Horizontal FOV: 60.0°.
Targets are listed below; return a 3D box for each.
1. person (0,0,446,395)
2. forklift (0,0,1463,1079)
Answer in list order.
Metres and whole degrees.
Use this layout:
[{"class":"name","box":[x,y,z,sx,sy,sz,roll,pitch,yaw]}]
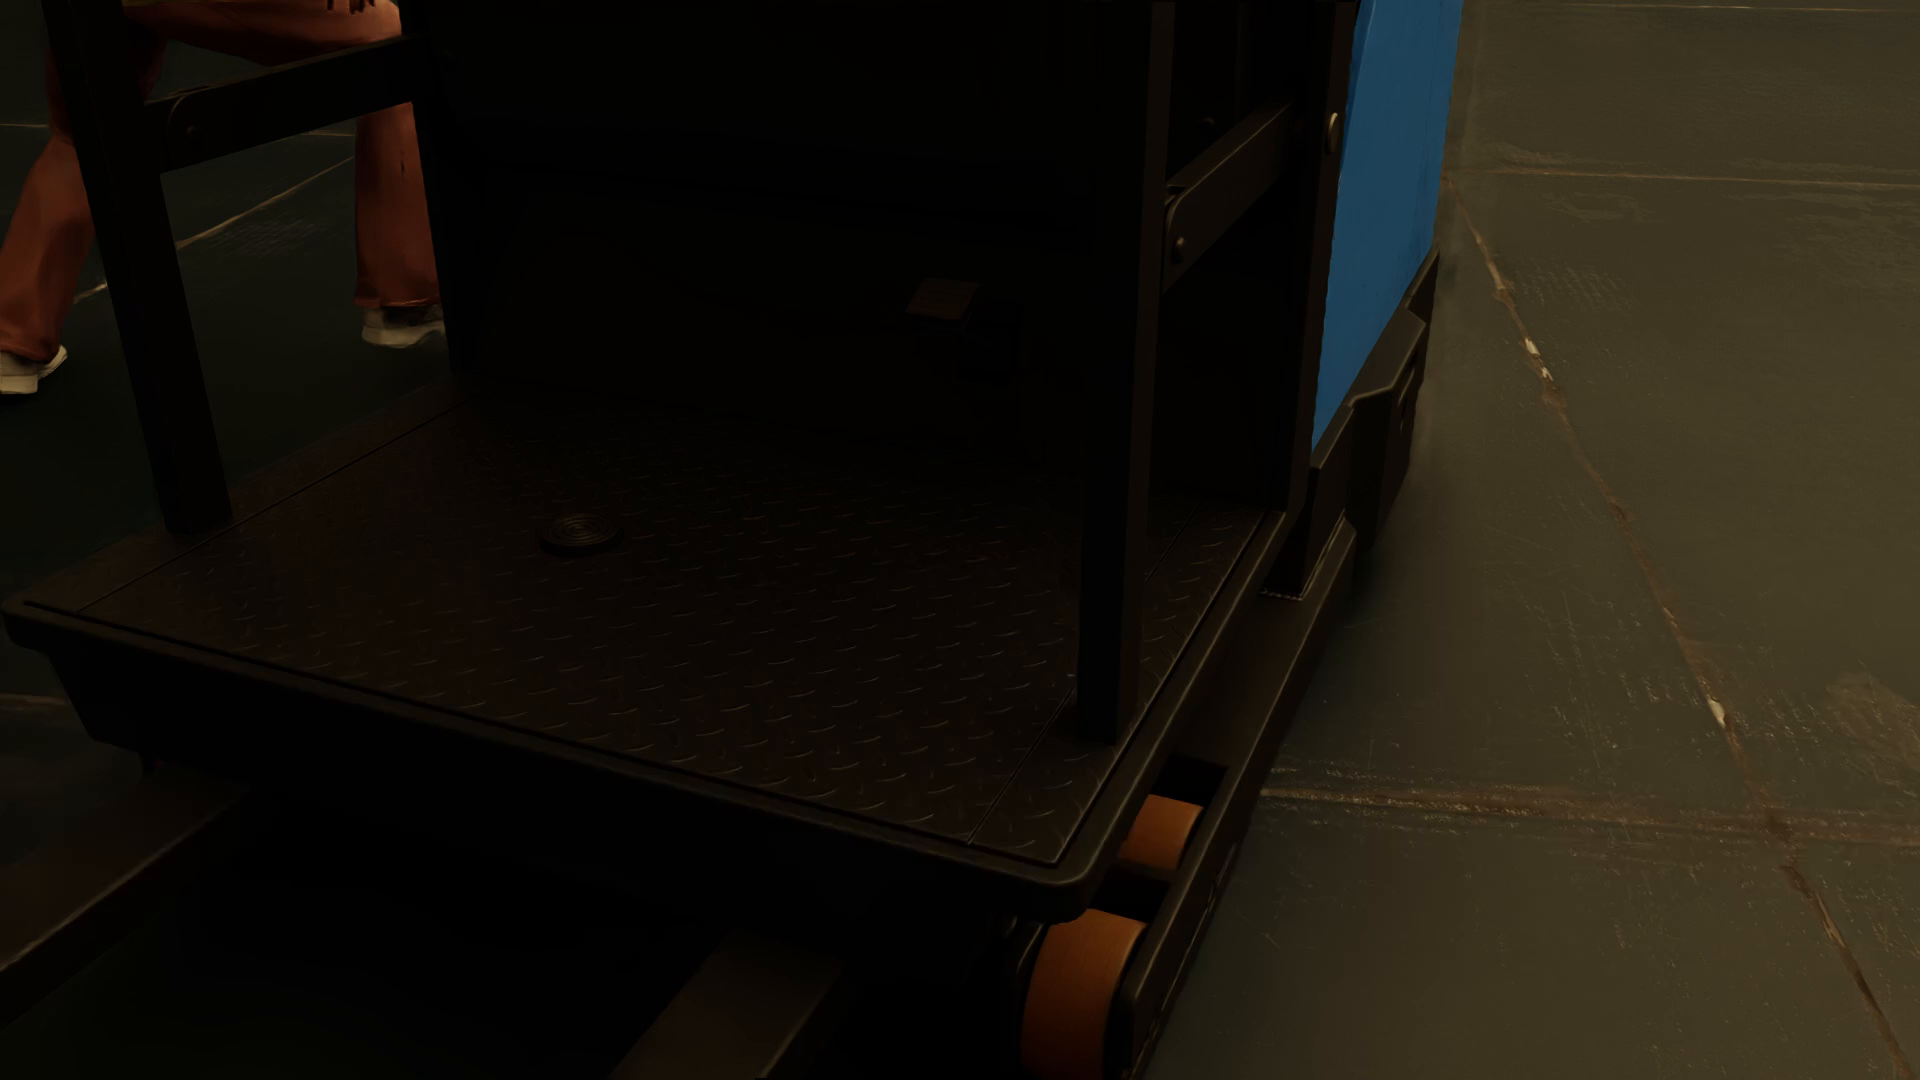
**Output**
[{"class":"person","box":[-1.410,-1.009,2.848,0.884,1.551,0.709,13,29,25]},{"class":"forklift","box":[-0.232,-1.029,1.280,1.130,2.935,3.031,11,28,20]}]
